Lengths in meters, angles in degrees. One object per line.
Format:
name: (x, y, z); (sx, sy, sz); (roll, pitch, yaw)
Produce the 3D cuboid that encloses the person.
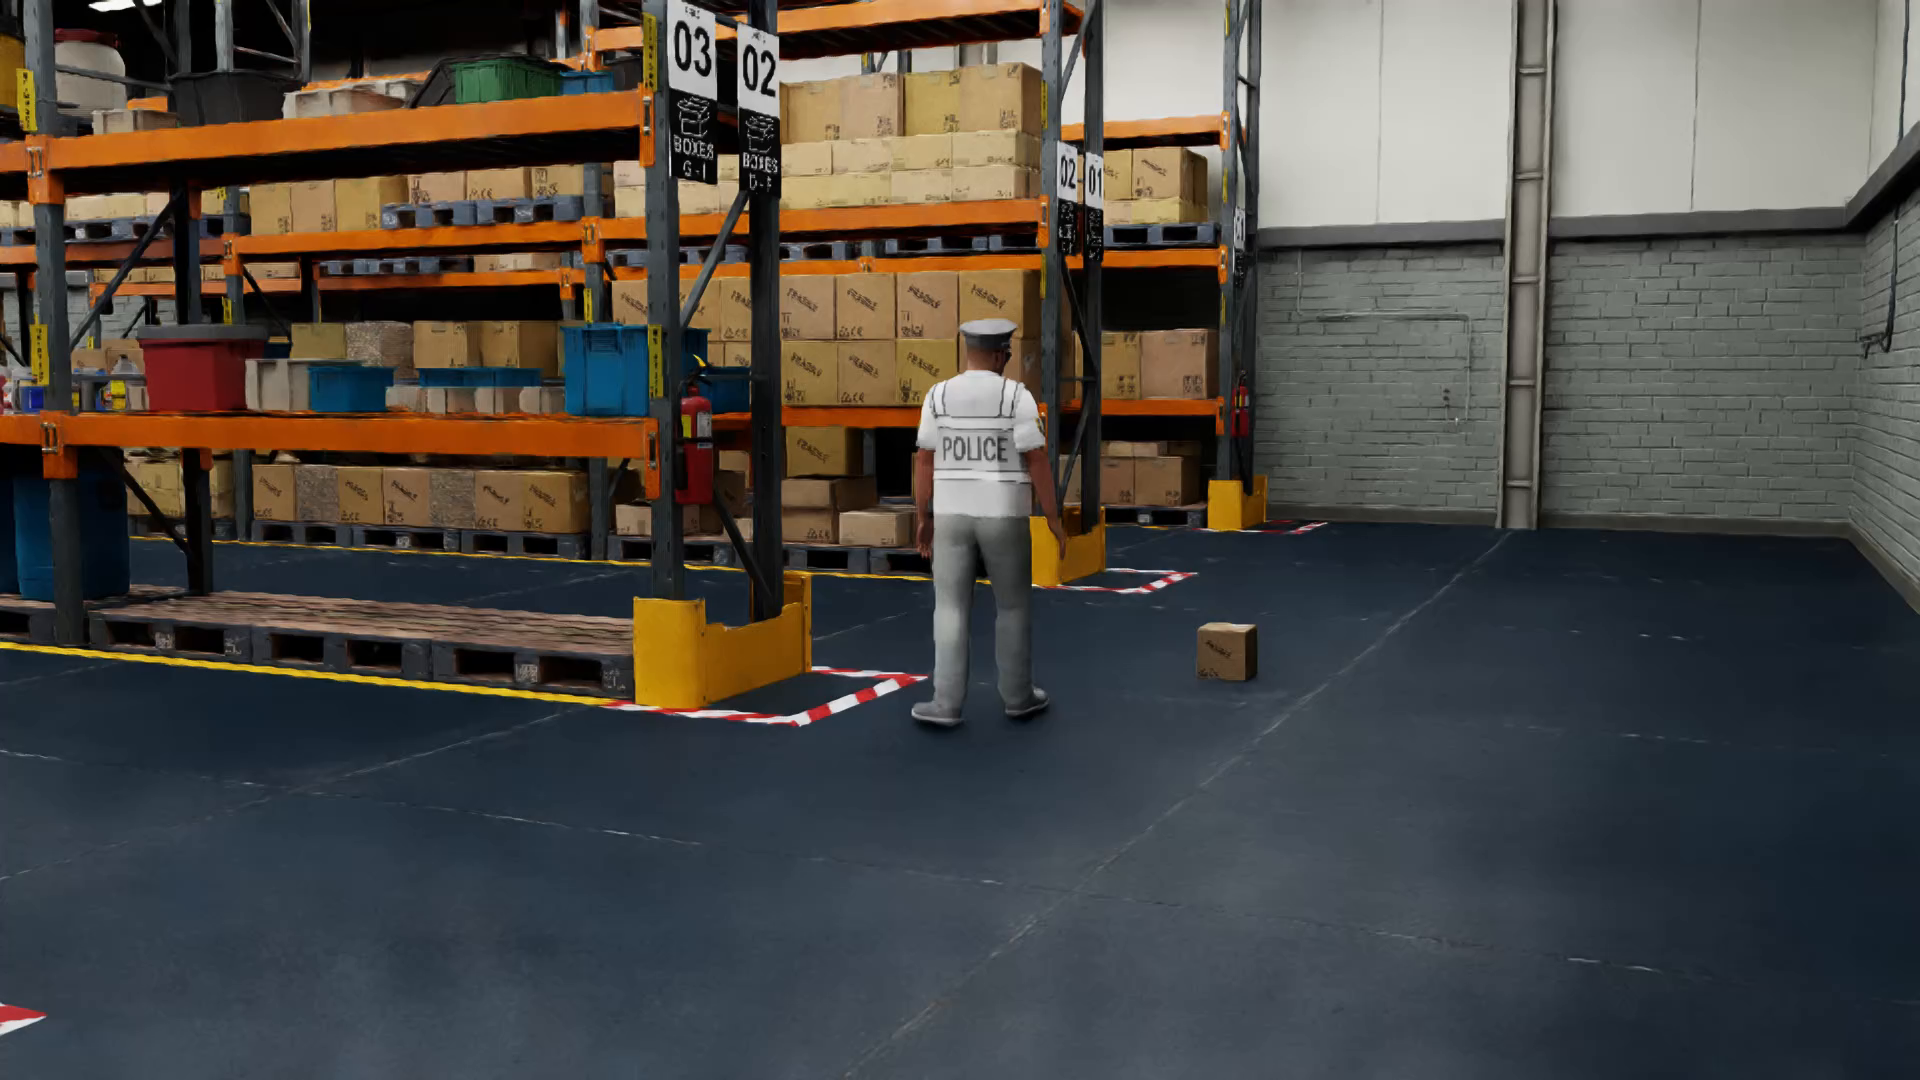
person: (0.137, -0.091, 7.261); (0.672, 1.744, 0.633); (1, 6, 10)
